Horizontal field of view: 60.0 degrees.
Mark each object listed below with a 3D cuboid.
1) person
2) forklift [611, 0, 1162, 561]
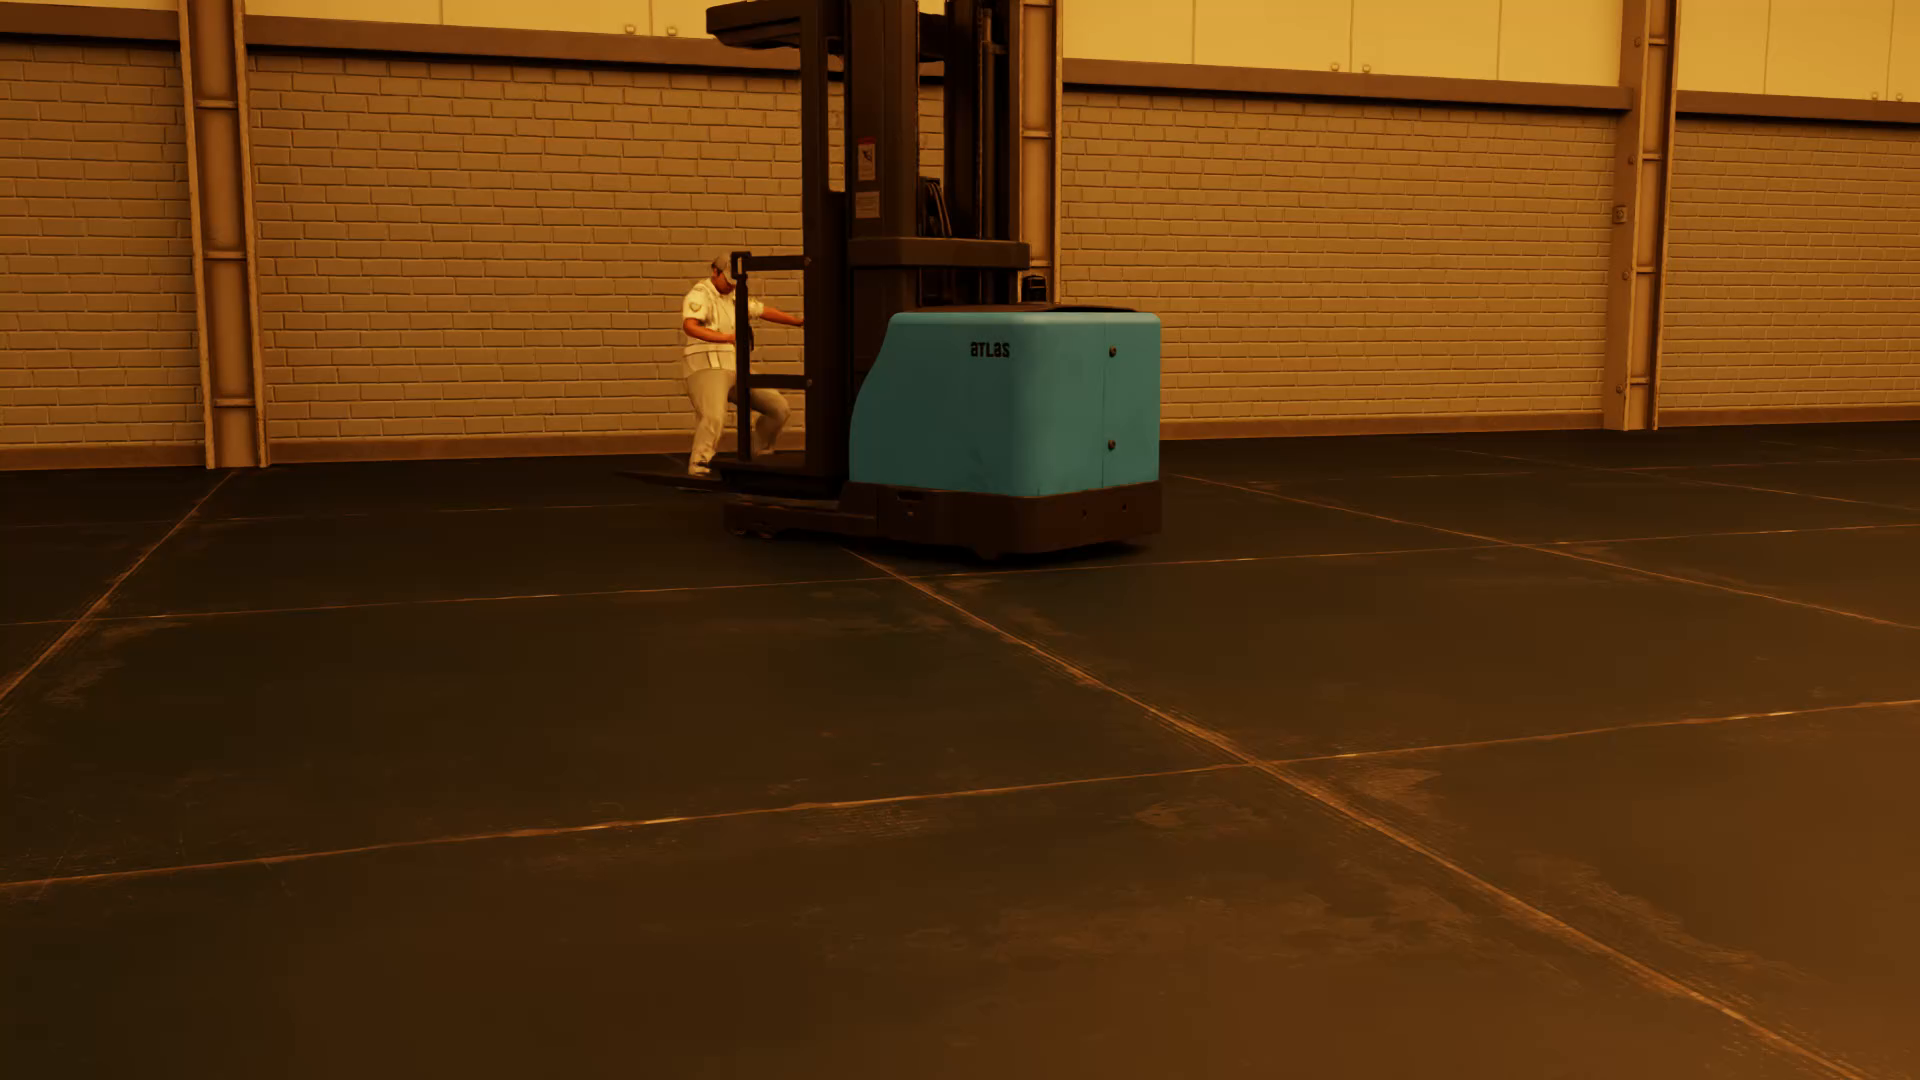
[{"bbox_3d":[-1.380,-1.094,10.565,0.692,1.452,1.284,5,9,34],"label":"person"},{"bbox_3d":[-0.520,-1.503,8.097,3.031,2.935,1.130,7,10,40],"label":"forklift"}]
